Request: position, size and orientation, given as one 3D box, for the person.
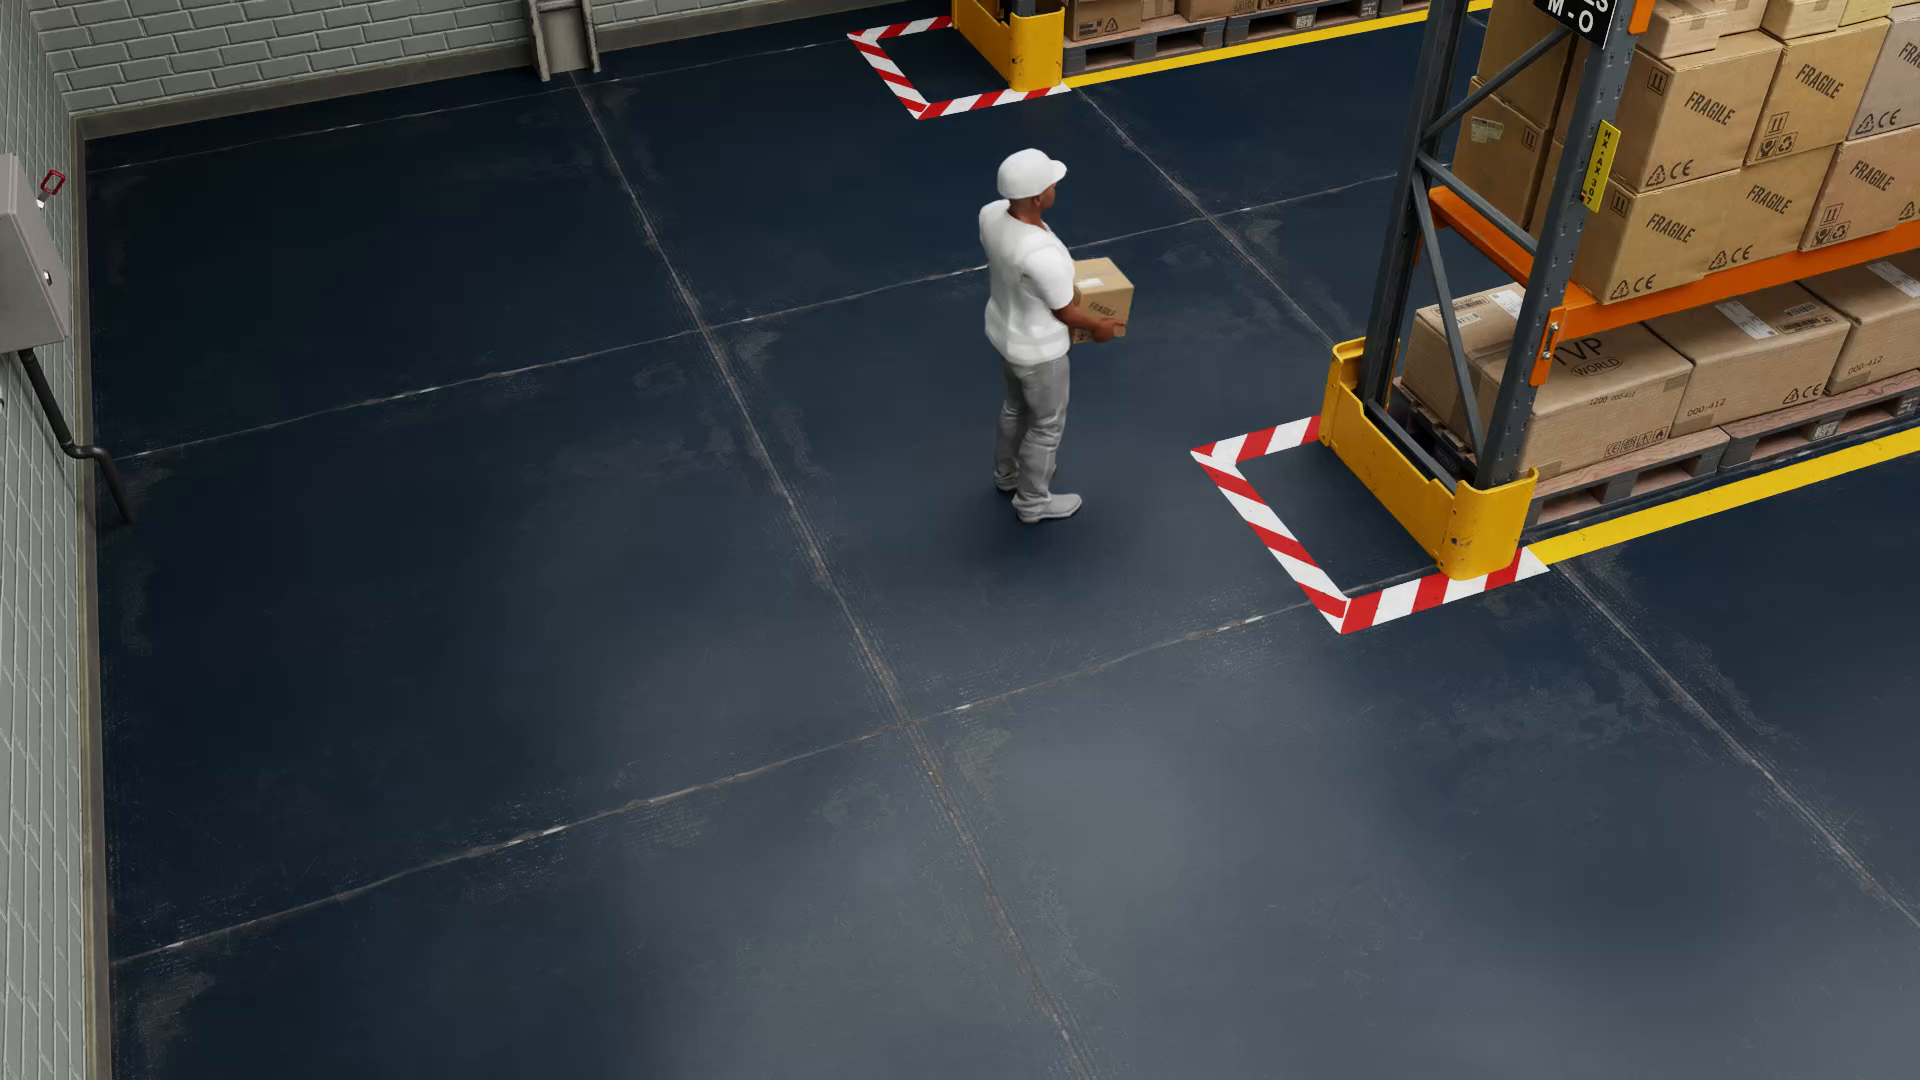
[{"bbox_3d":[0.389,-0.889,7.145,0.567,1.769,0.528,-16,44,-17],"label":"person"}]
